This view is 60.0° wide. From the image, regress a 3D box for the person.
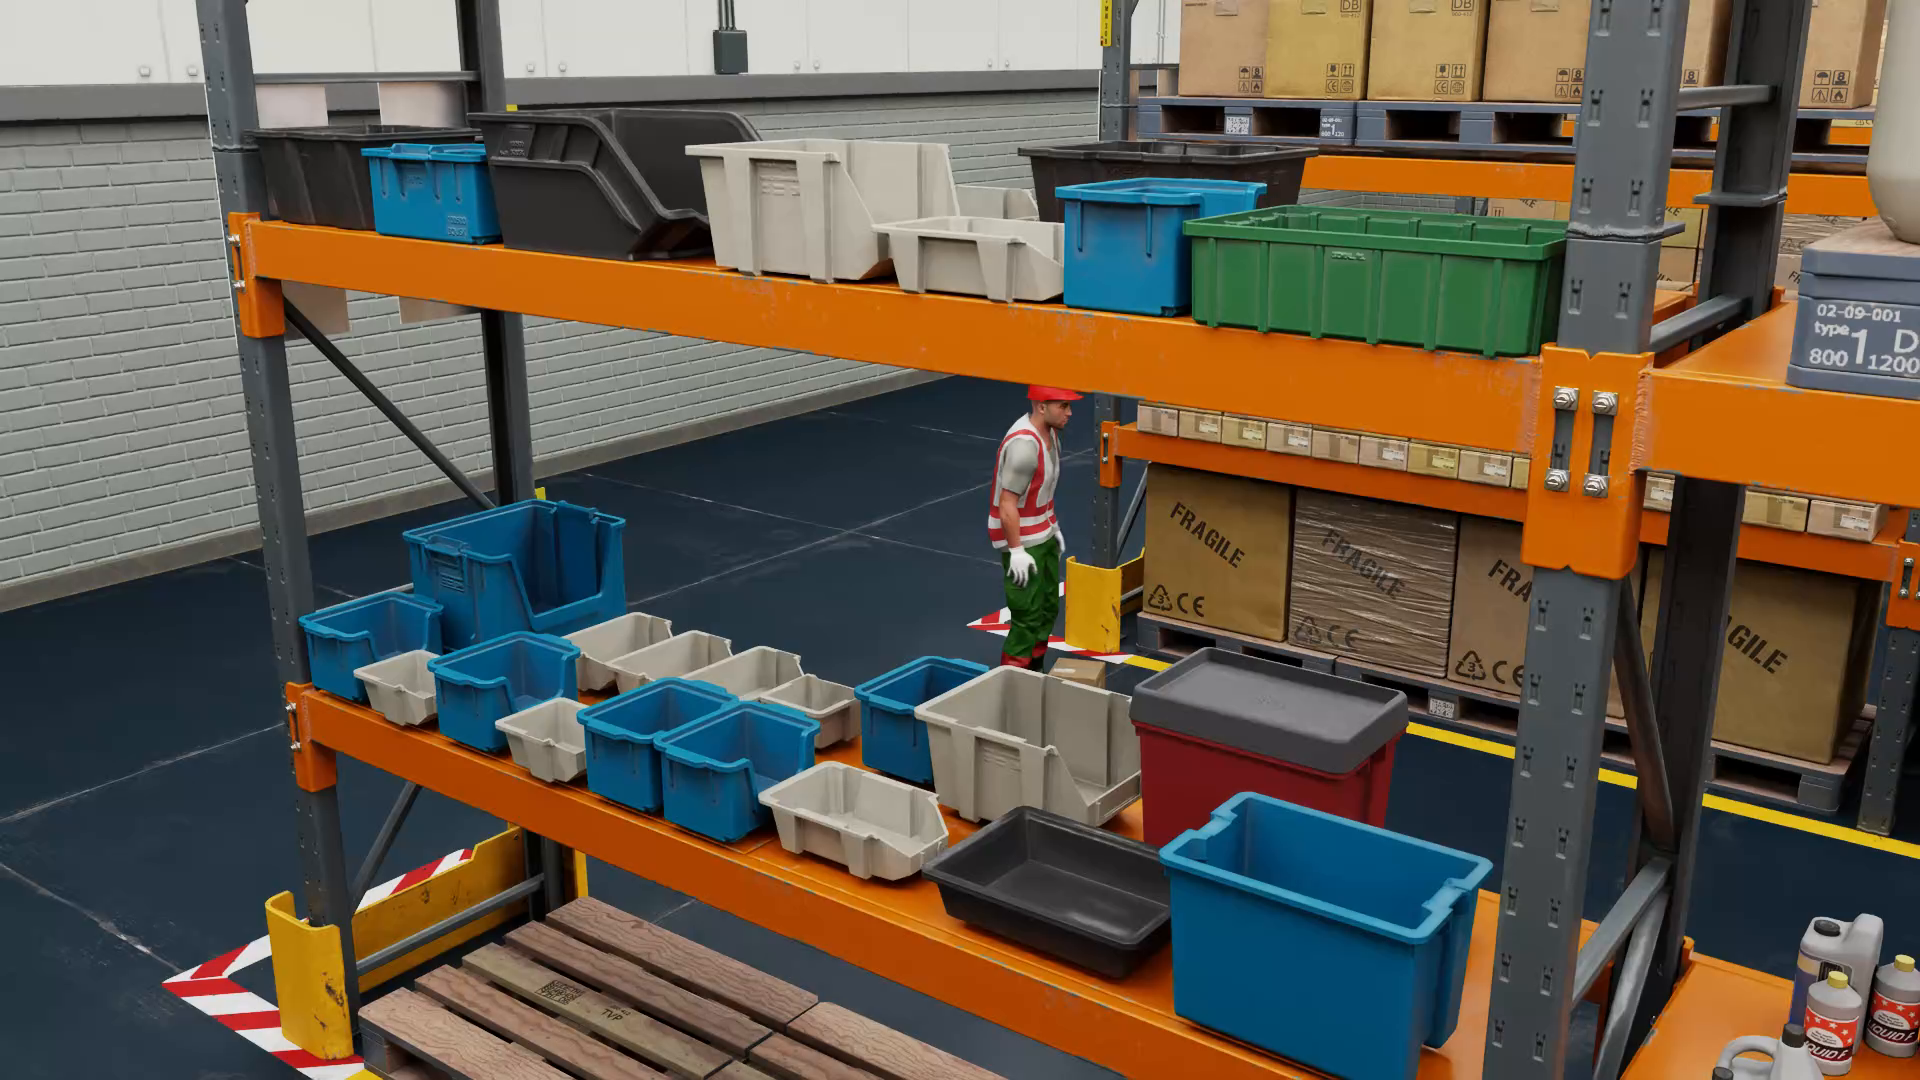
[{"bbox_3d":[0.381,0.024,8.430,0.453,1.778,0.604,6,18,21],"label":"person"}]
